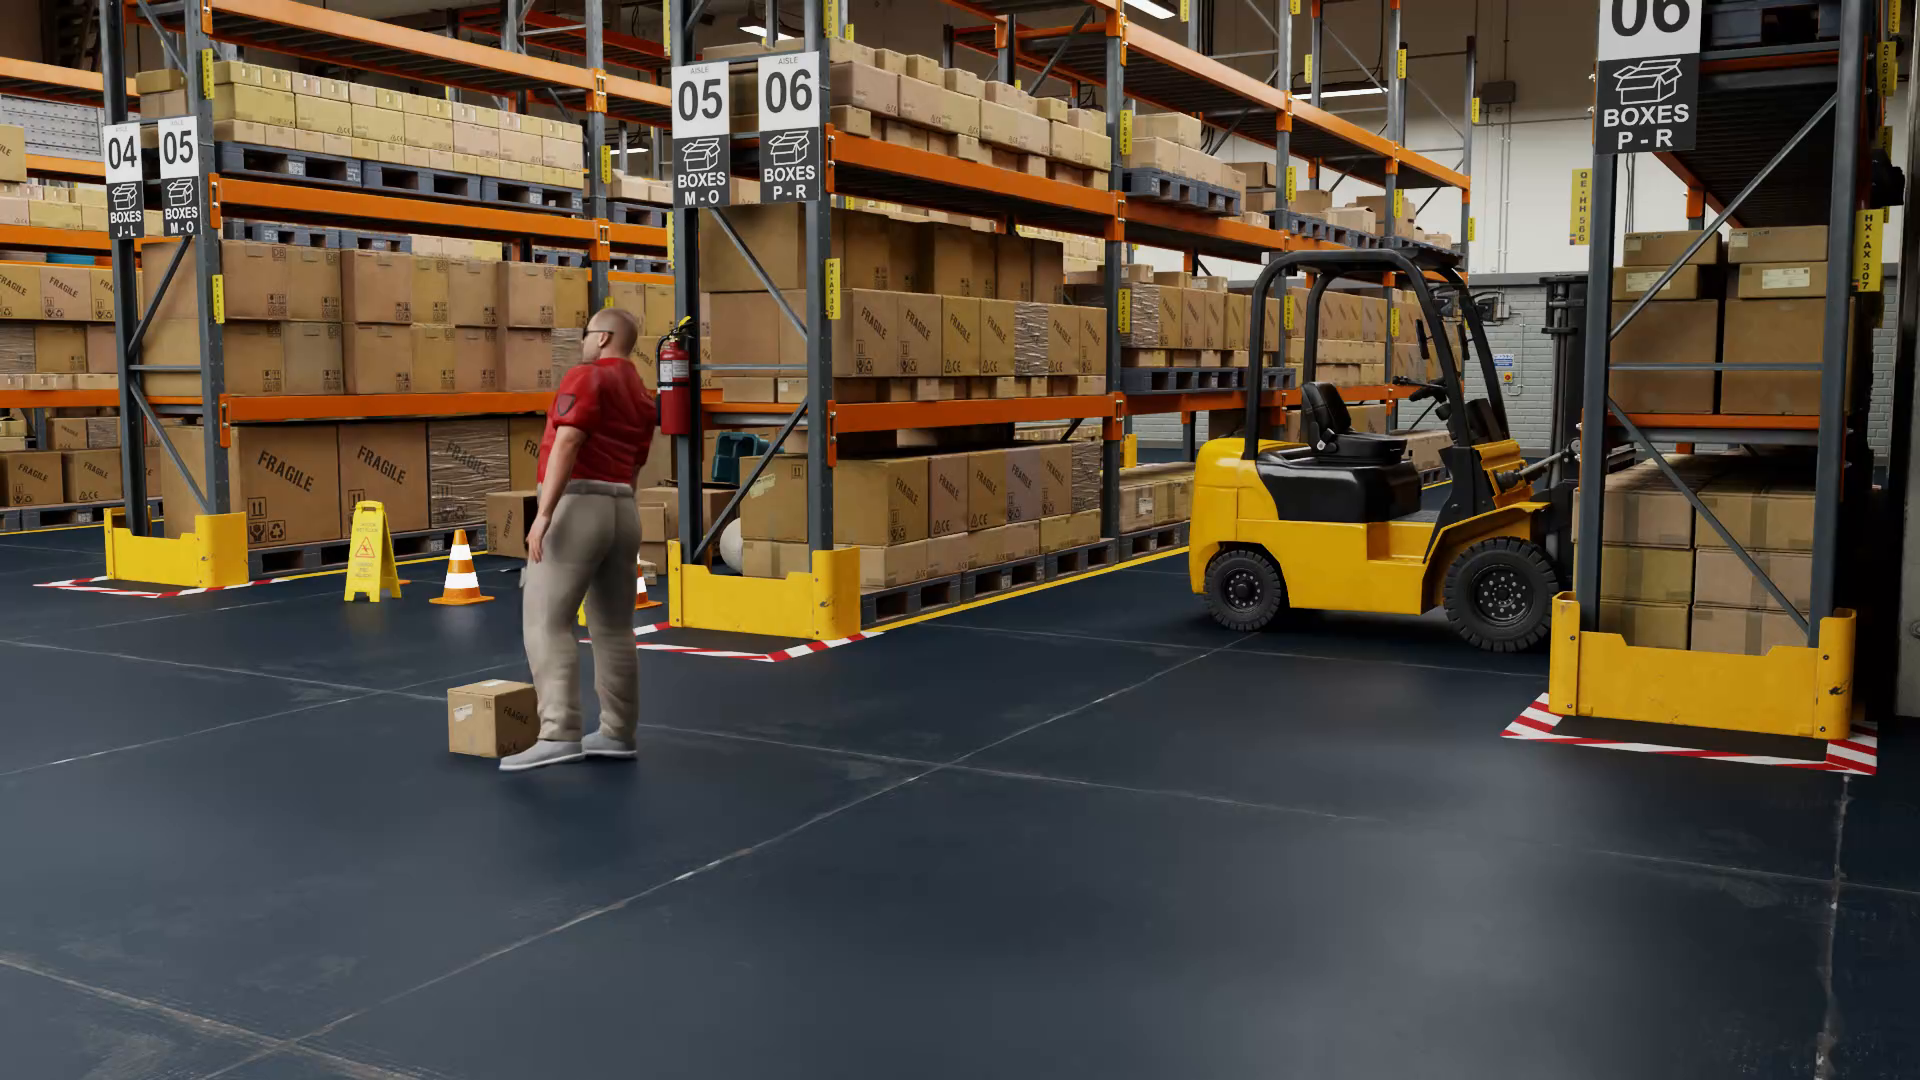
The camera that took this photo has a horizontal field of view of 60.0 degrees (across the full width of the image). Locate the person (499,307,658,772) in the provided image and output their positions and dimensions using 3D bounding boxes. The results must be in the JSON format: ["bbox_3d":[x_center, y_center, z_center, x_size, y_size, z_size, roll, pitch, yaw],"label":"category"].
[{"bbox_3d":[-1.426,-0.008,6.234,0.397,1.724,0.730,3,7,30],"label":"person"}]
